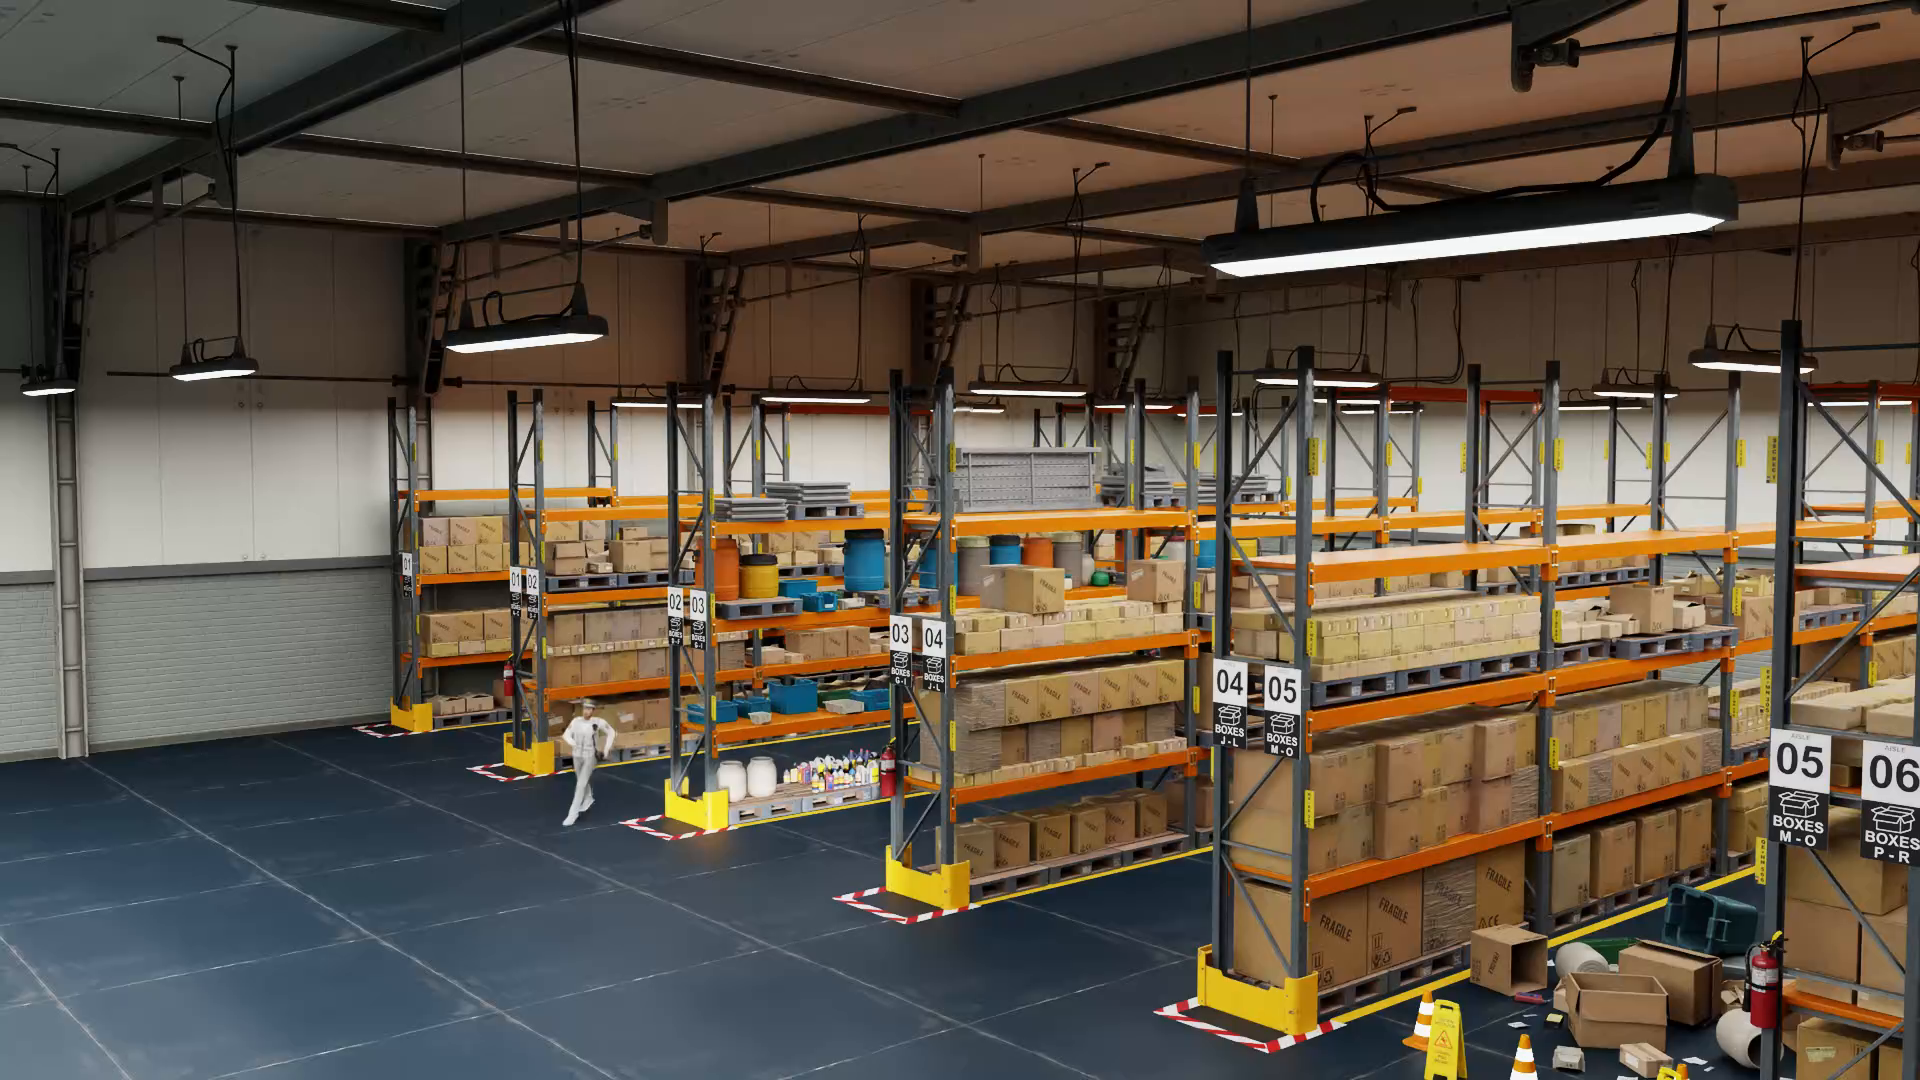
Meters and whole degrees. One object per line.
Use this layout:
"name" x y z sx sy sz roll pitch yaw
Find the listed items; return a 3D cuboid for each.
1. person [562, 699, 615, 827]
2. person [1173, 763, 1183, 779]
"person" -5.099 2.996 22.759 0.643 1.706 0.875 1 3 12
"person" 3.399 2.838 25.566 0.561 1.710 0.774 3 4 38
